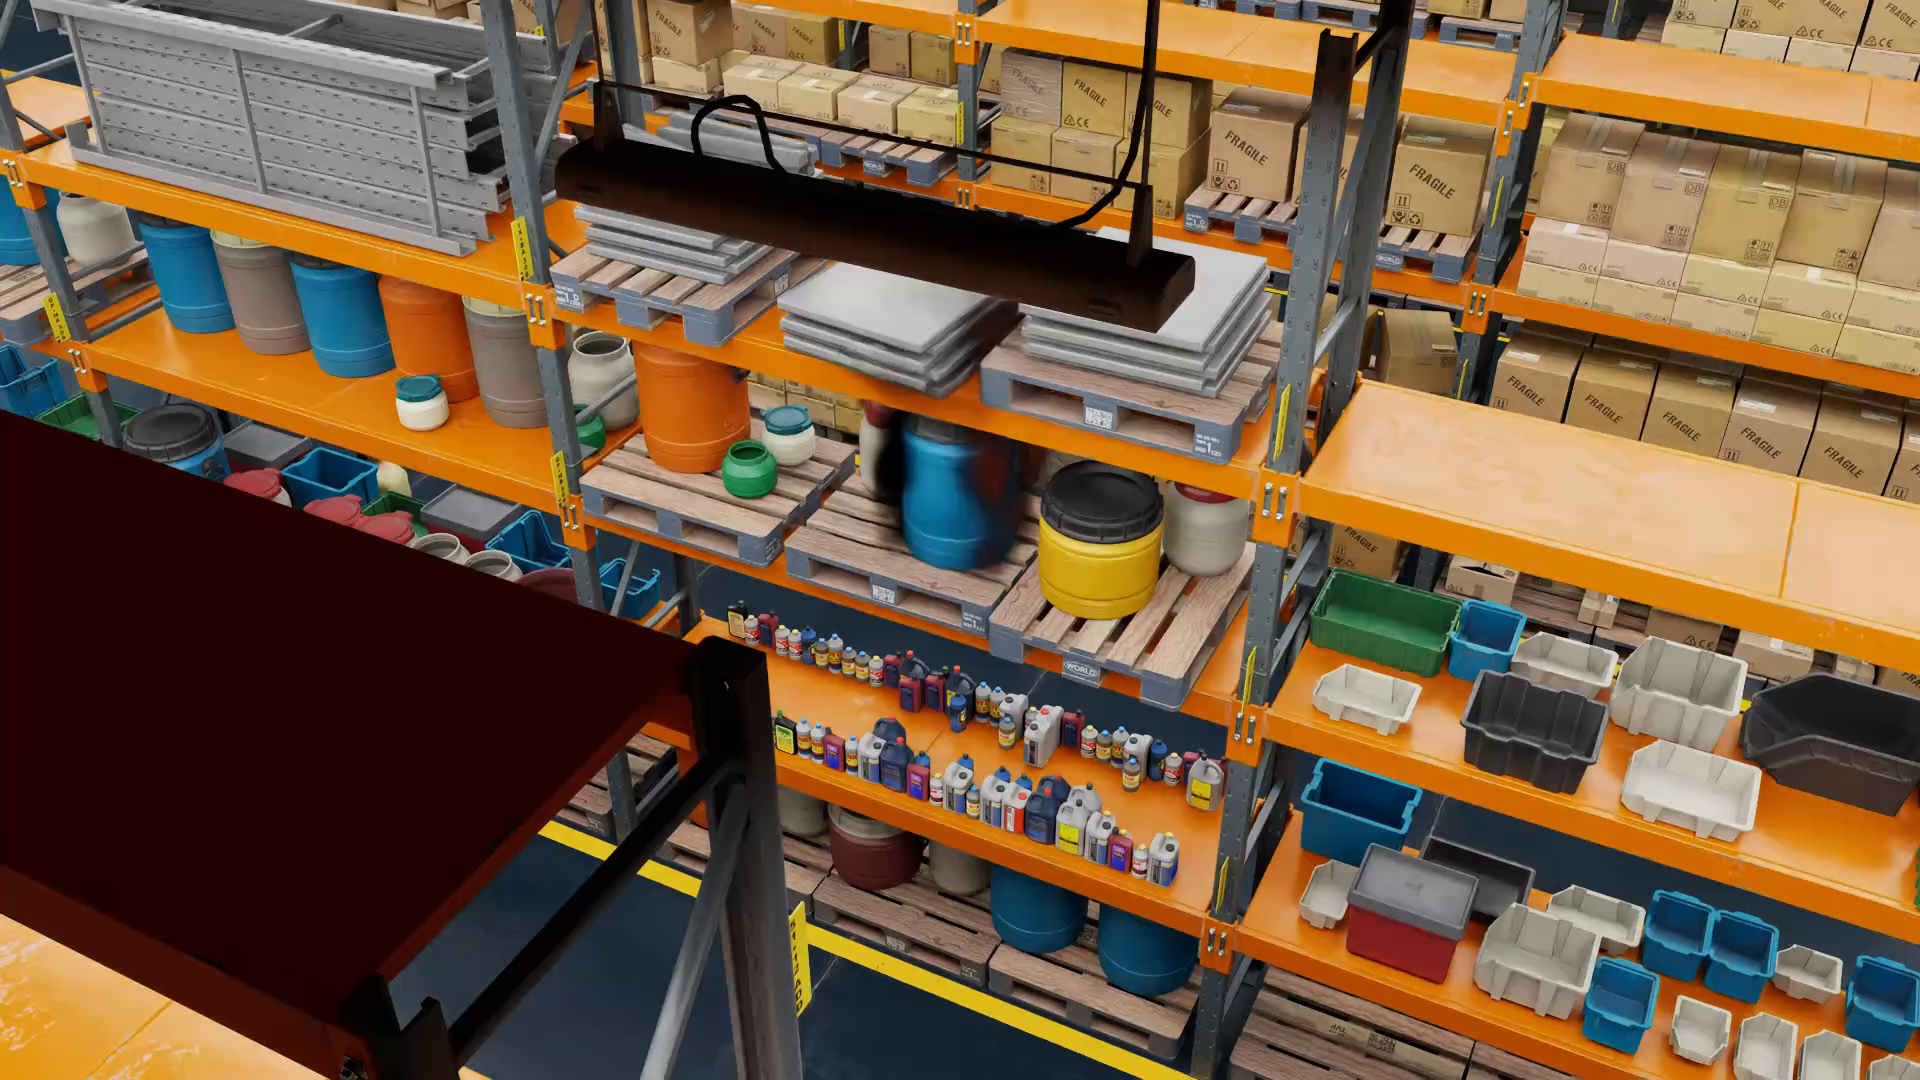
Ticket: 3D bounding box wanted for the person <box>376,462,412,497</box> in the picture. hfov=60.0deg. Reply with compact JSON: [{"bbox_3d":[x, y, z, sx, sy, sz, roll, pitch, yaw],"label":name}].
[{"bbox_3d":[-4.247,-0.053,12.681,0.401,1.336,0.434,-3,35,-5],"label":"person"}]
